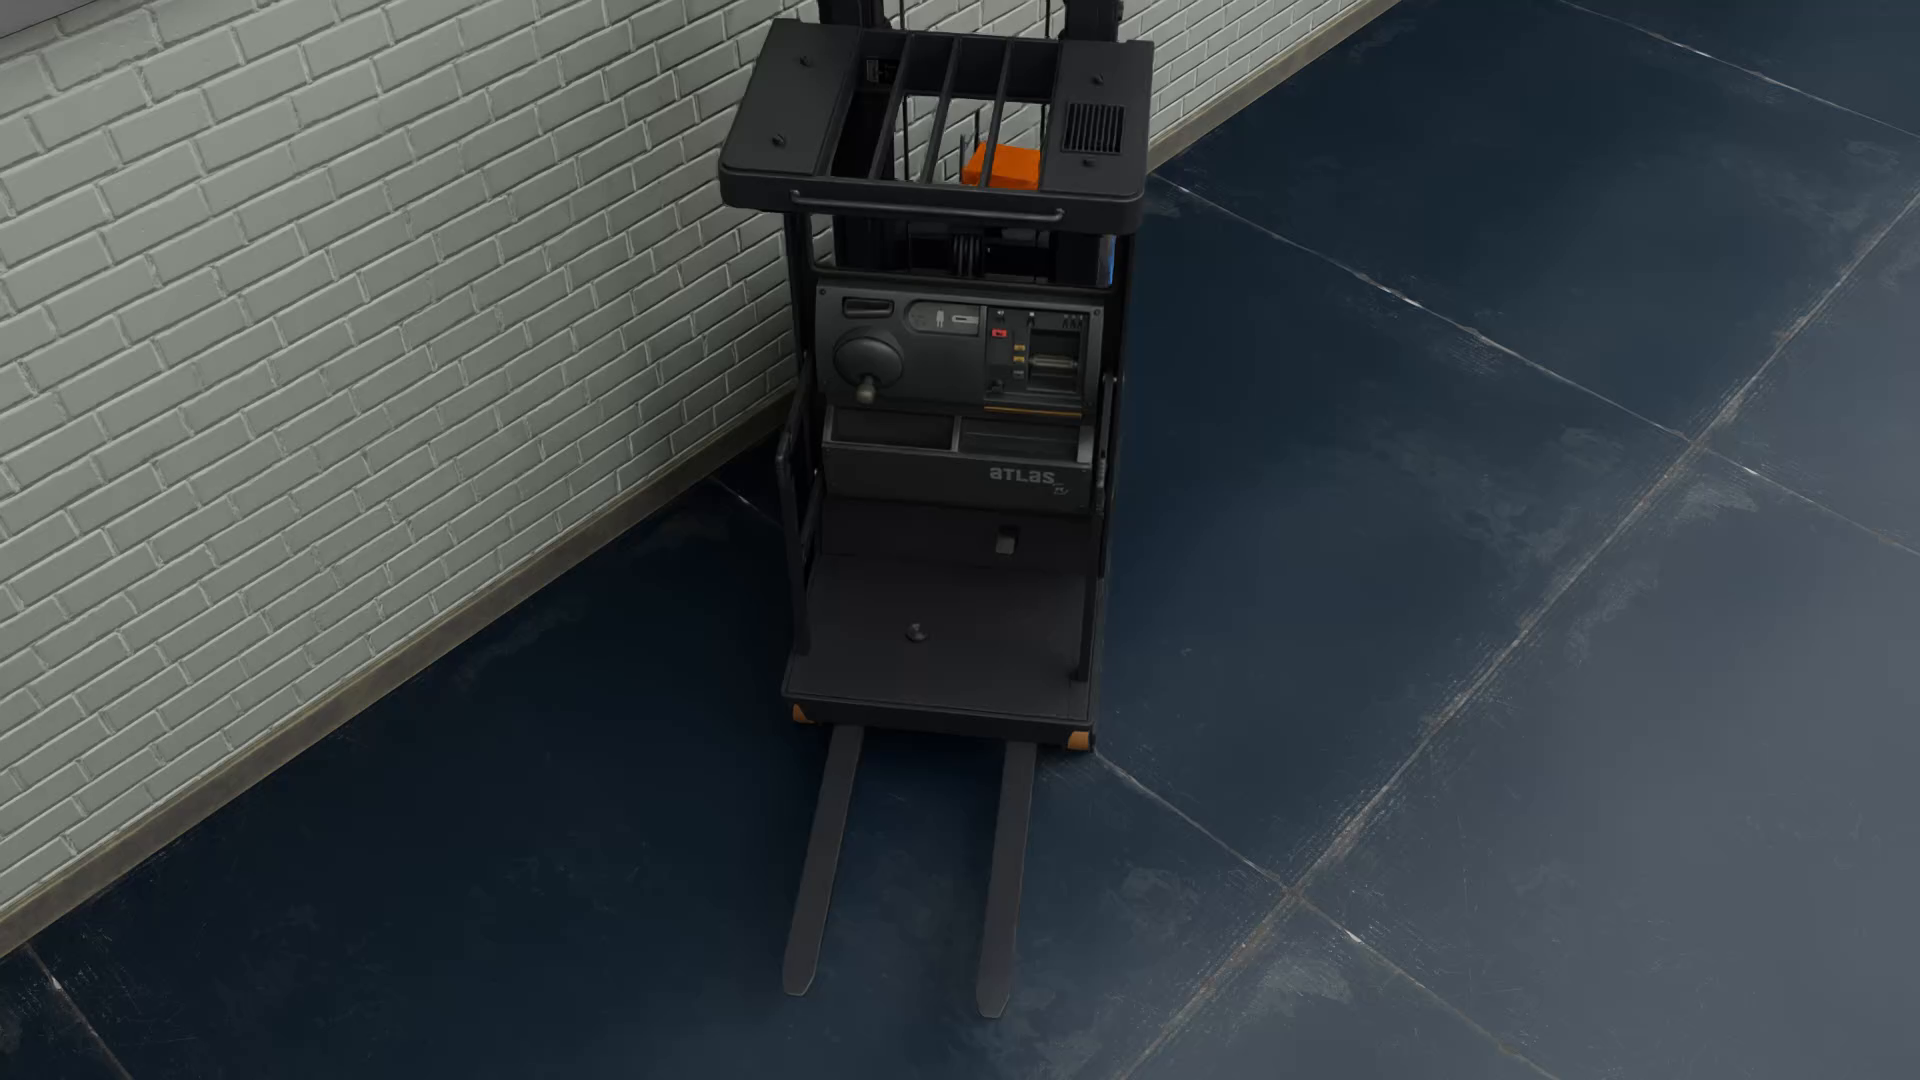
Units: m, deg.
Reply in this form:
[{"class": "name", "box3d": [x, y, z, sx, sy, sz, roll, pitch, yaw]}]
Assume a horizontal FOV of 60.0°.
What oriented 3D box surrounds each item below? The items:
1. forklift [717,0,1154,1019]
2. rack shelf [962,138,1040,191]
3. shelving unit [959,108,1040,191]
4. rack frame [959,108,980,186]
[{"class": "forklift", "box3d": [-0.030, -0.516, 5.224, 1.130, 2.935, 3.031, 5, 47, 5]}, {"class": "rack shelf", "box3d": [0.271, -1.472, 6.759, 0.480, 0.148, 0.258, 12, 44, 11]}, {"class": "shelving unit", "box3d": [0.263, -1.183, 7.025, 0.503, 1.200, 0.258, 12, 44, 11]}, {"class": "rack frame", "box3d": [0.028, -1.232, 7.071, 0.015, 1.200, 0.240, 12, 44, 11]}]
